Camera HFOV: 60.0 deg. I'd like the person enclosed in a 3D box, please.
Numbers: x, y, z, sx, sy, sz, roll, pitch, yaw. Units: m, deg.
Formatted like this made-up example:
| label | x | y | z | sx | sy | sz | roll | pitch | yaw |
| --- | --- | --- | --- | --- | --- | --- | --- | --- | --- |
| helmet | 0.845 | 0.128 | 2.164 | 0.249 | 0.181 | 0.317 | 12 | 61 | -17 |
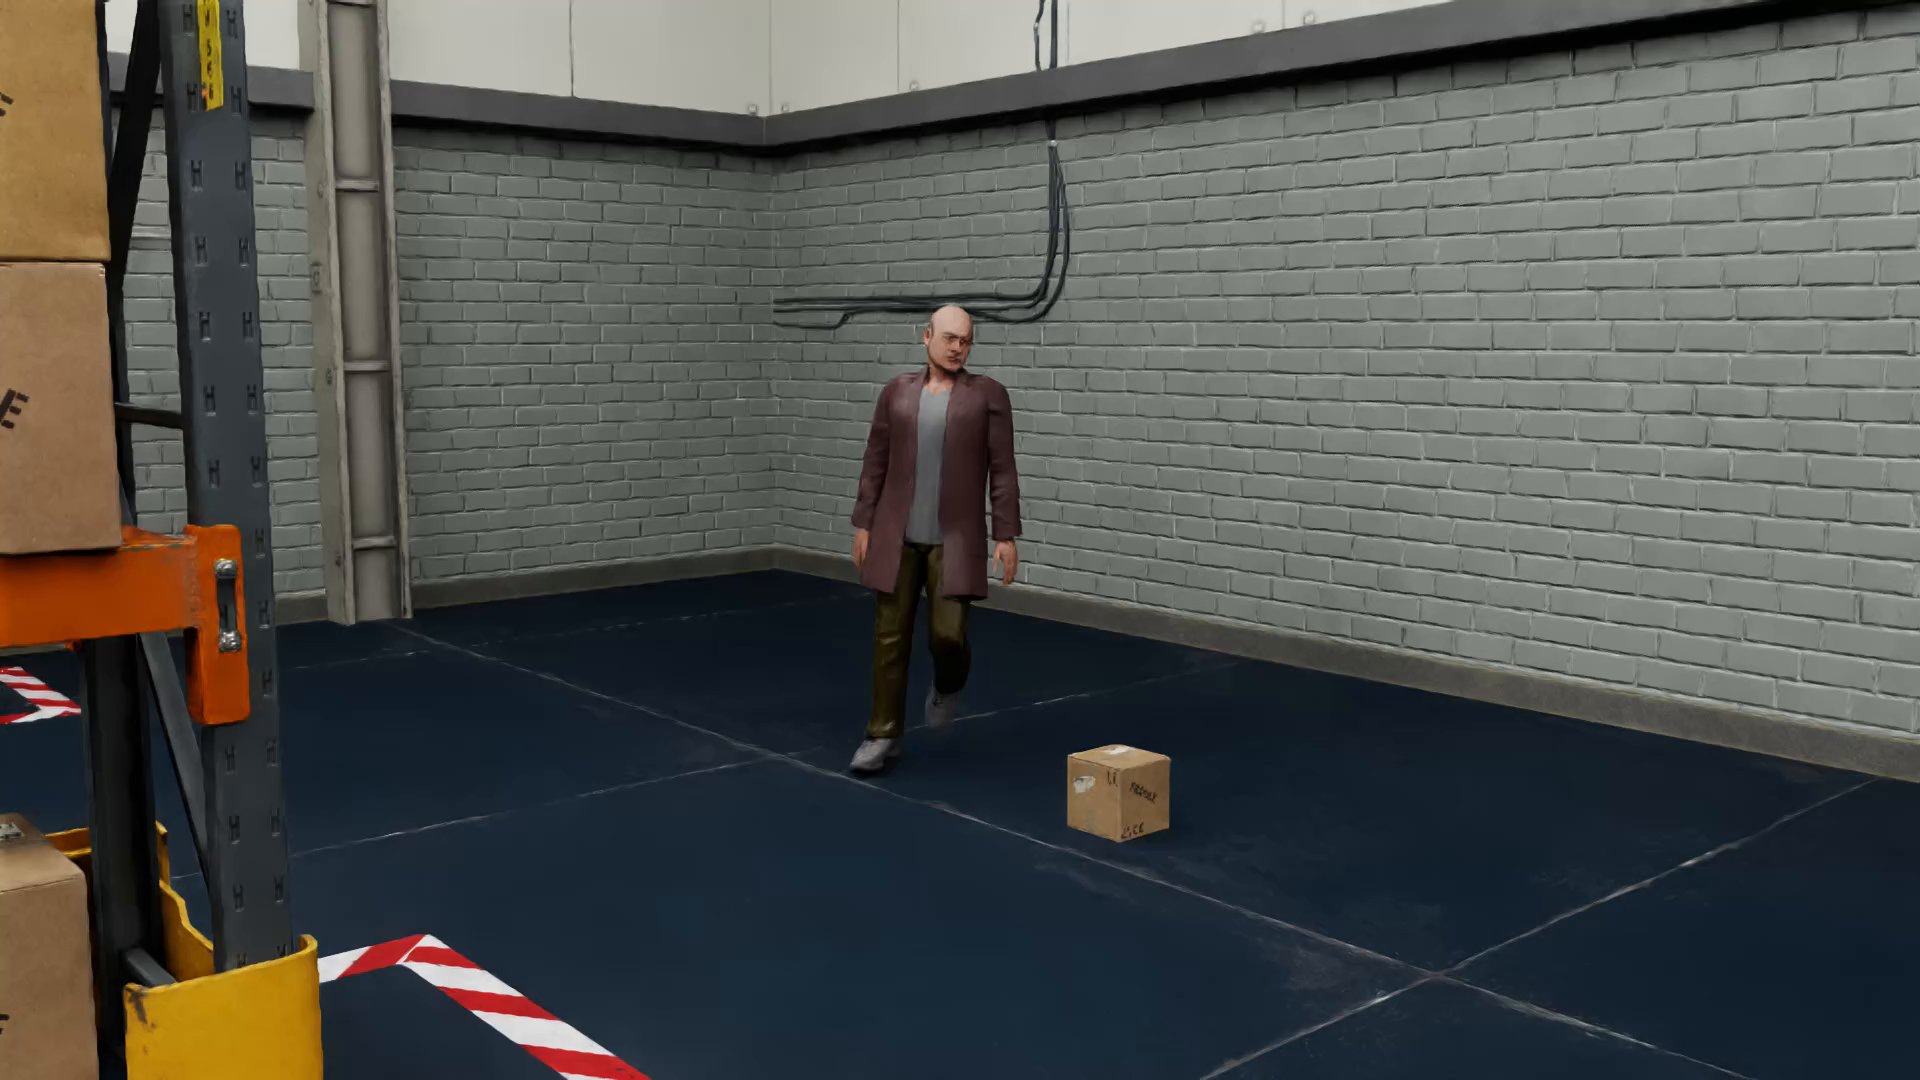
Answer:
| label | x | y | z | sx | sy | sz | roll | pitch | yaw |
| --- | --- | --- | --- | --- | --- | --- | --- | --- | --- |
| person | -0.095 | -0.020 | 6.427 | 0.685 | 1.758 | 0.657 | 2 | 7 | 12 |
